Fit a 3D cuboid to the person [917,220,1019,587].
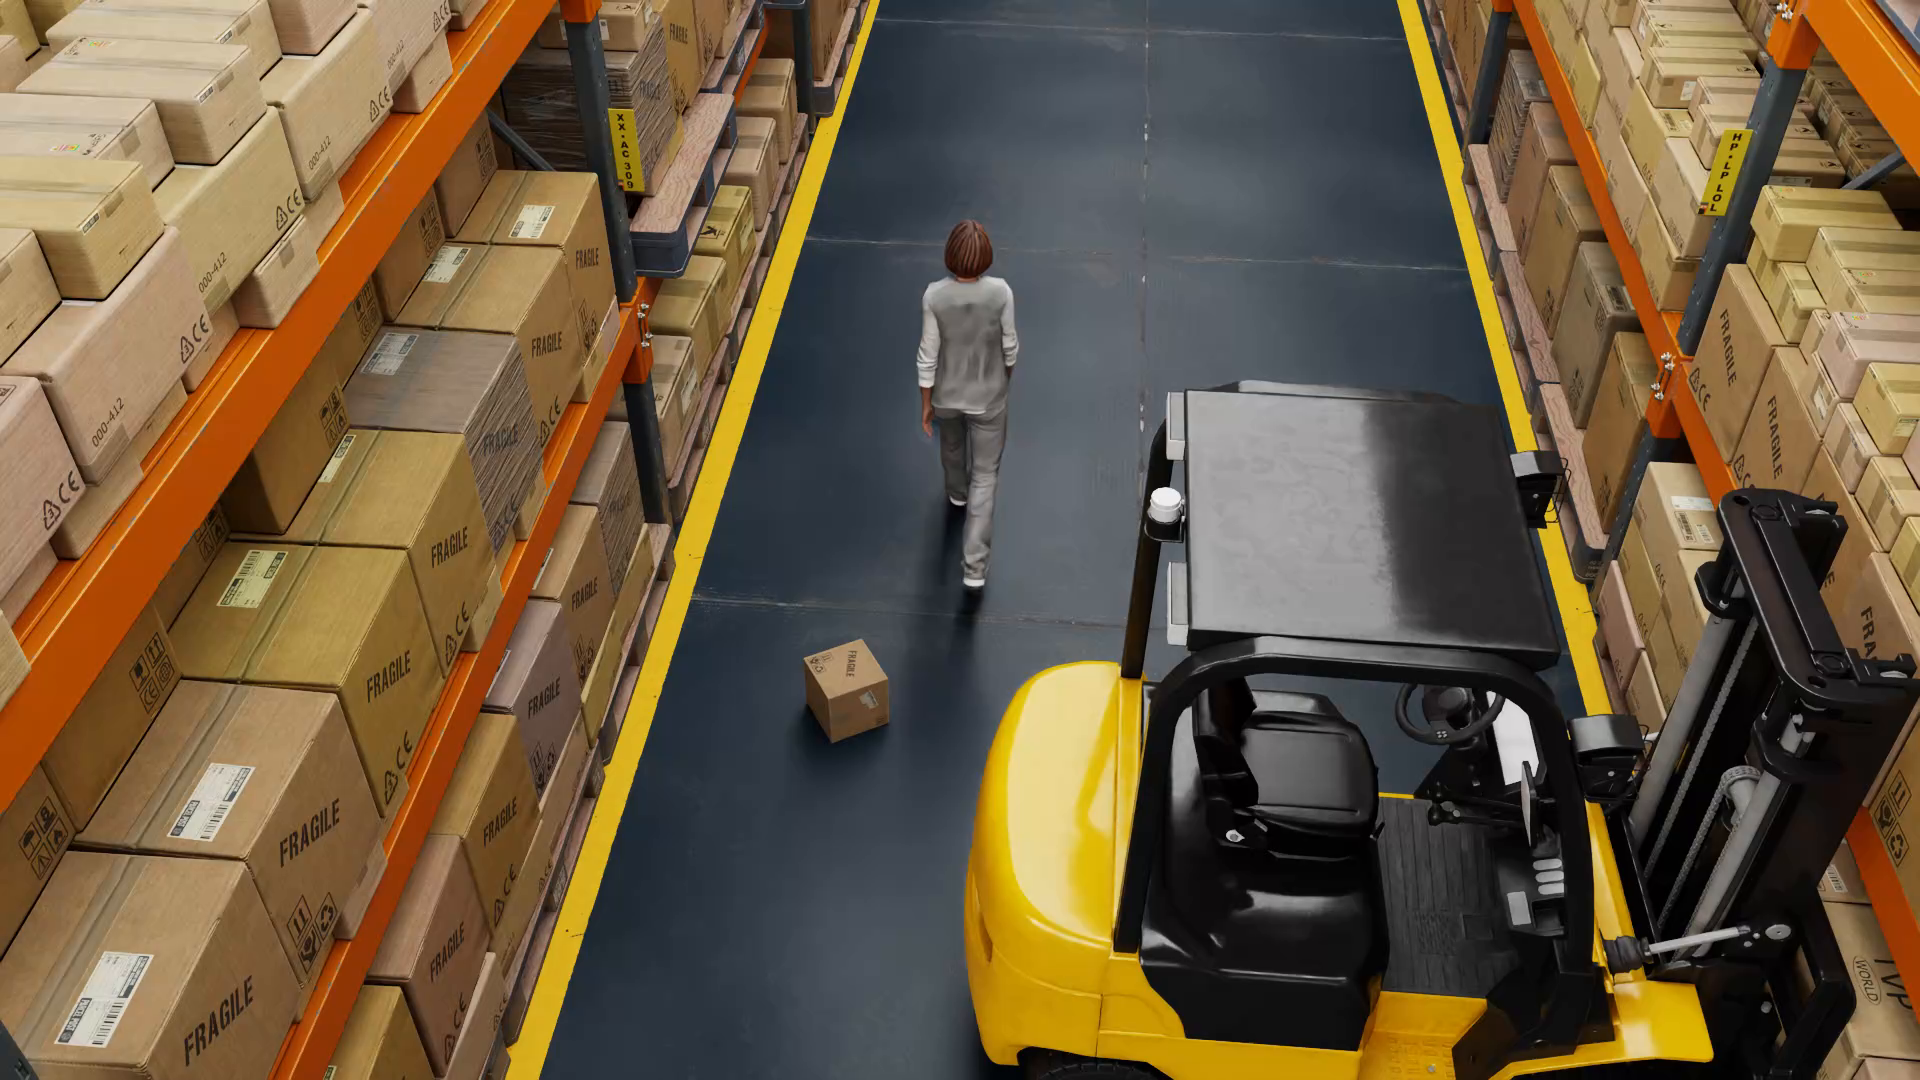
[{"bbox_3d":[0.031,-0.590,6.872,0.409,1.519,0.956,3,41,3],"label":"person"}]
